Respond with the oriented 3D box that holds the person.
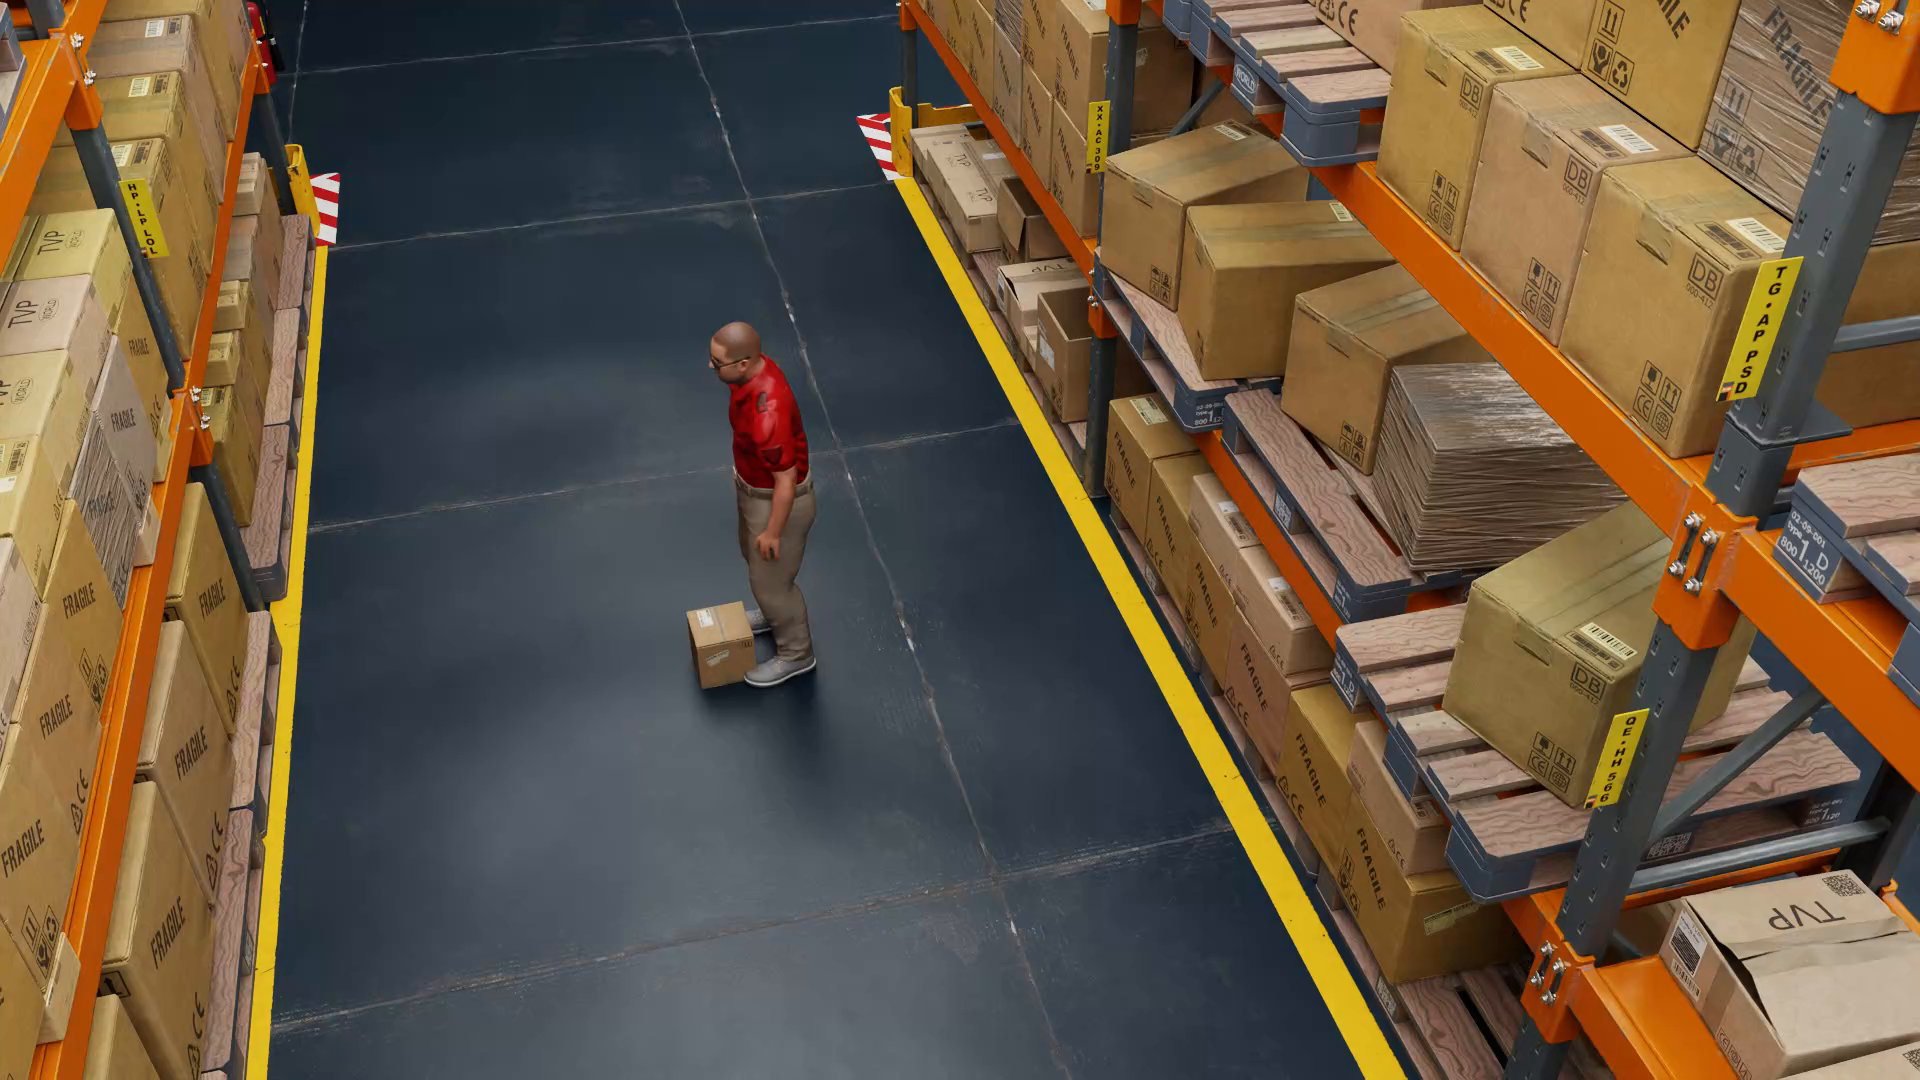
[{"bbox_3d":[-0.810,-0.168,6.940,0.386,1.726,0.587,-10,39,-12],"label":"person"}]
